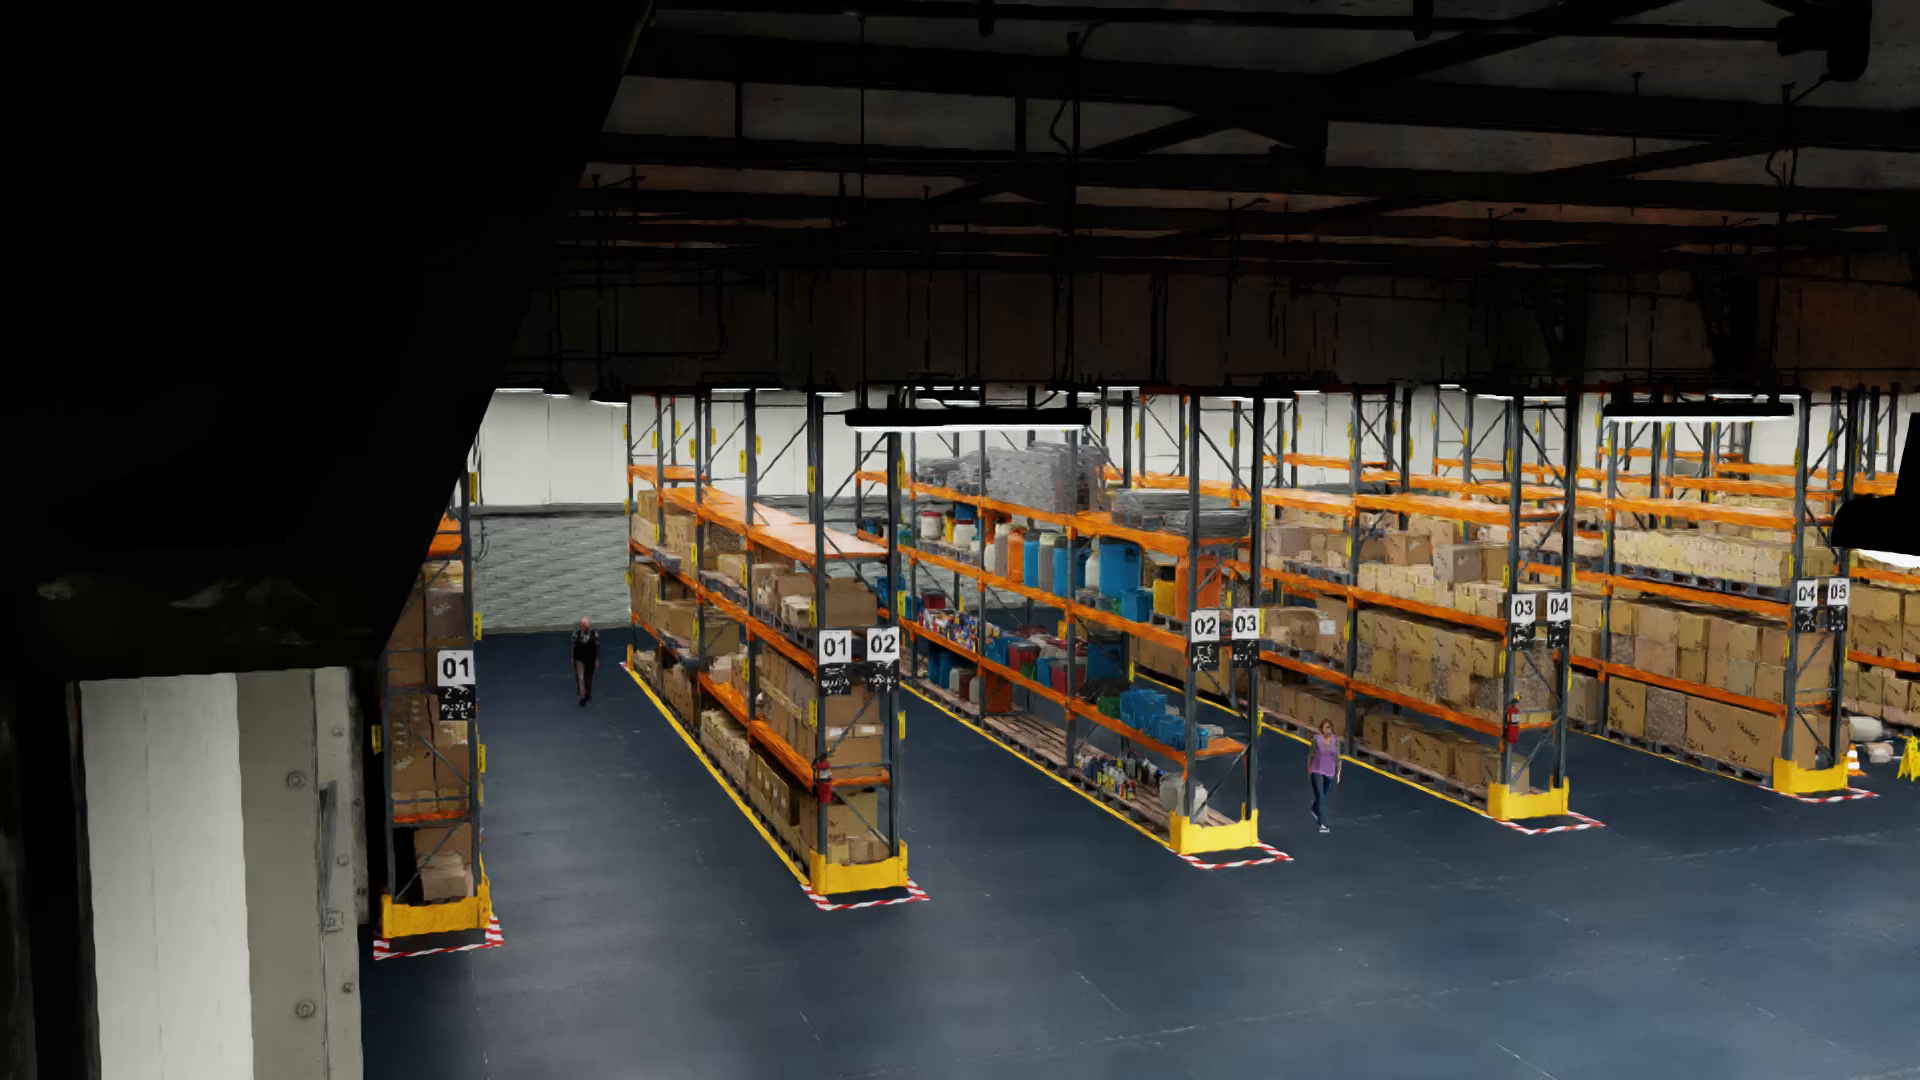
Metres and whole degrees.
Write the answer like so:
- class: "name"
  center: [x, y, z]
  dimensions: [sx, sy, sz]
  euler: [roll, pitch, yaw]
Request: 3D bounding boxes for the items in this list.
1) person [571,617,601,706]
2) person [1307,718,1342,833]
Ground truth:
- class: "person"
  center: [-7.057, 2.261, 31.409]
  dimensions: [0.543, 1.649, 1.119]
  euler: [-2, 6, -21]
- class: "person"
  center: [5.014, 3.194, 22.891]
  dimensions: [0.408, 1.533, 0.961]
  euler: [-1, 6, -10]
